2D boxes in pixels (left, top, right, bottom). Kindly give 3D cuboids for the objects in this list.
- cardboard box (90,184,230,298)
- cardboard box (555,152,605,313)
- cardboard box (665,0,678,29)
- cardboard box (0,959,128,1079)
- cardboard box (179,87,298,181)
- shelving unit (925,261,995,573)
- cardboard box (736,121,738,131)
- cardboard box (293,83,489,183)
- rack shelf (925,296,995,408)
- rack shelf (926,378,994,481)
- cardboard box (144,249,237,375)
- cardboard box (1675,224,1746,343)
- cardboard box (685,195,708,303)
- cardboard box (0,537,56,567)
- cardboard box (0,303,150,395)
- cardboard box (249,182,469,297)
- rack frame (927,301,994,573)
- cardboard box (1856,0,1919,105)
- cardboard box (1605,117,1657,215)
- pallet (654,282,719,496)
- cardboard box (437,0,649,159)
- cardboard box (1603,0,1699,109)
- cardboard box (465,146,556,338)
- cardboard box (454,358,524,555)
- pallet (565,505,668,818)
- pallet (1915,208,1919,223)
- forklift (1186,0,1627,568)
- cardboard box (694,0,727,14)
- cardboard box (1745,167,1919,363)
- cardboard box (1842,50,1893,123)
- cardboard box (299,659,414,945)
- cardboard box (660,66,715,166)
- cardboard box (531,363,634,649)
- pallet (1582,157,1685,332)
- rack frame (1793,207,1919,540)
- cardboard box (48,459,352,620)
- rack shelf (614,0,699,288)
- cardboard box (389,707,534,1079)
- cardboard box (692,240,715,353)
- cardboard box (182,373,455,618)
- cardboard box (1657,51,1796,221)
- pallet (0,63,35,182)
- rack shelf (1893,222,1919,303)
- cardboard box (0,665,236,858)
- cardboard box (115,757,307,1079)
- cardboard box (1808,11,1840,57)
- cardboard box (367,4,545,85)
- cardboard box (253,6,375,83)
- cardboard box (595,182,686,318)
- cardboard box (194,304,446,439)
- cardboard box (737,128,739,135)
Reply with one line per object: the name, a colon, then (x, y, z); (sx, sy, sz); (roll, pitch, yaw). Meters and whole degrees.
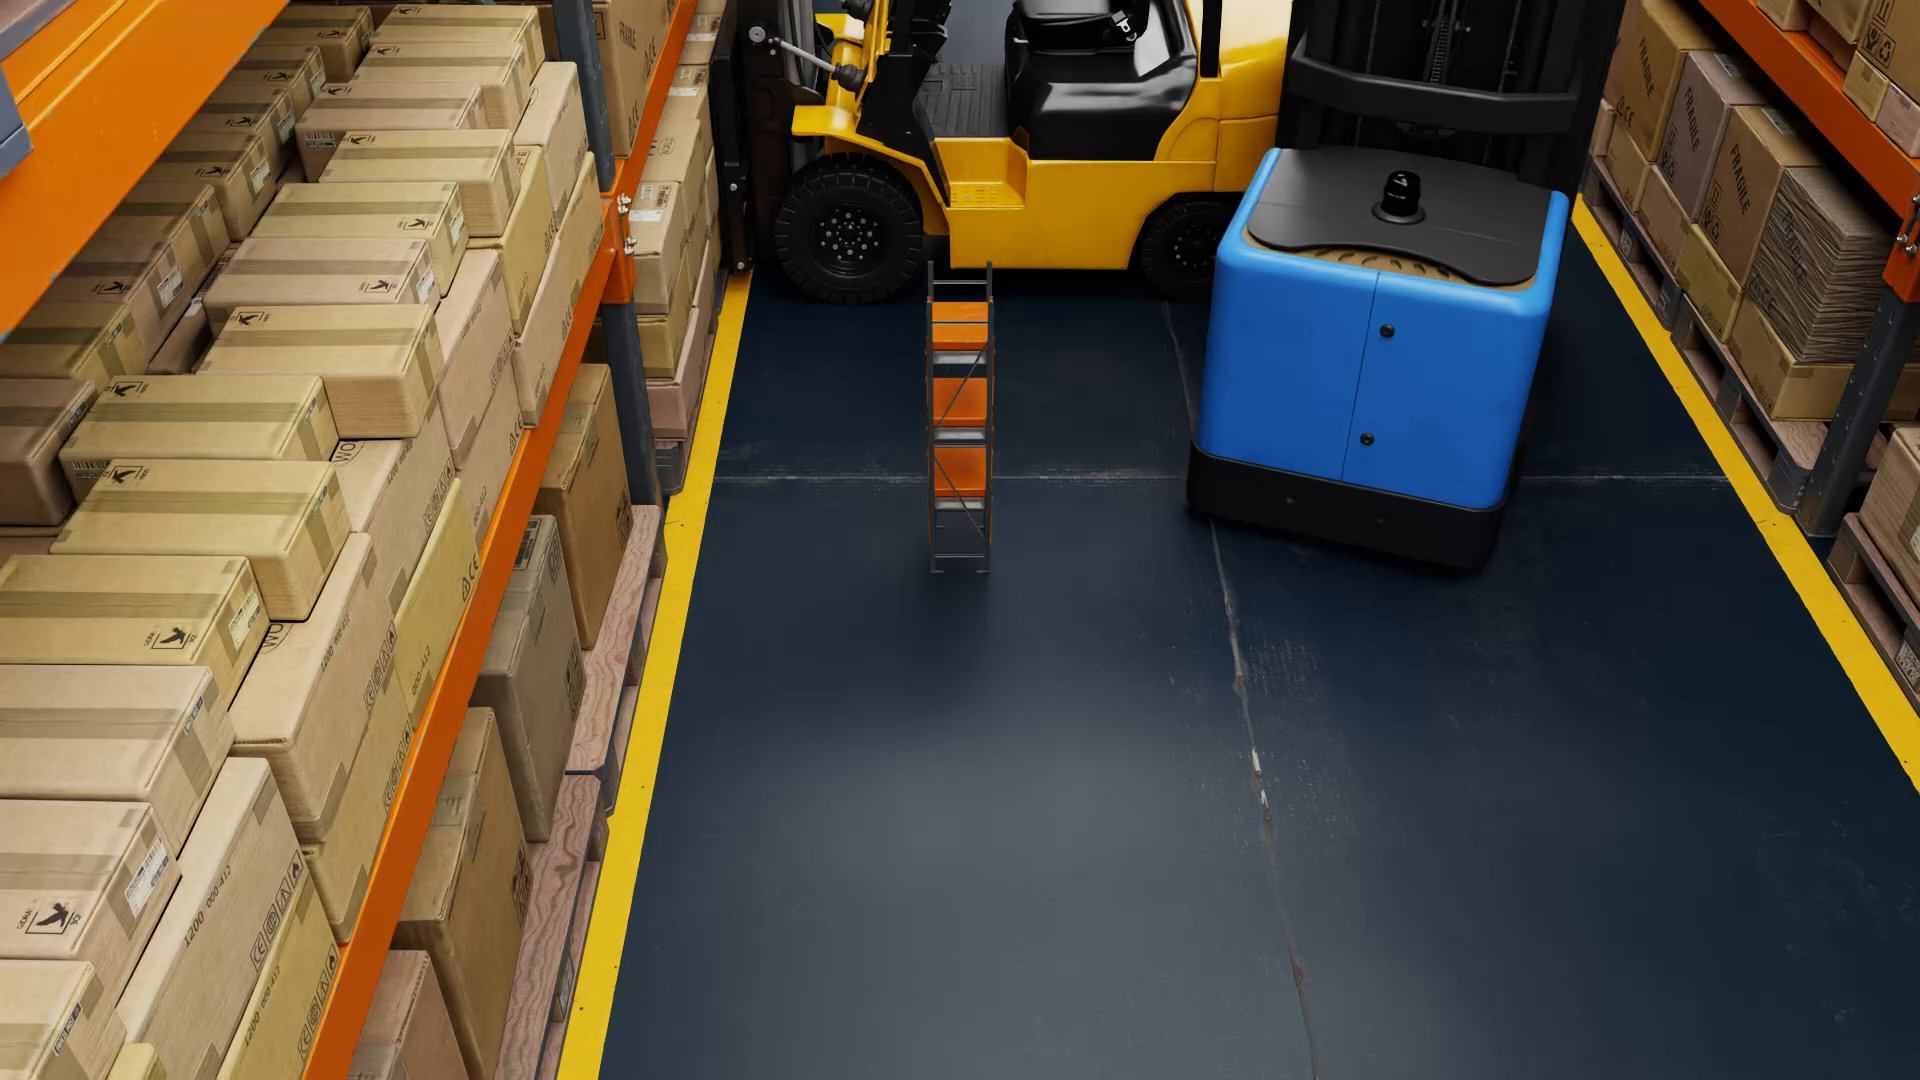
cardboard box: (-1.806, -0.638, 3.549); (0.380, 0.149, 0.250); (0, 39, 0)
cardboard box: (-1.273, -0.832, 4.510); (0.500, 0.250, 0.500); (1, 39, 1)
cardboard box: (-1.293, -2.165, 5.973); (0.500, 0.500, 0.500); (0, 39, 0)
cardboard box: (-1.238, 0.637, 1.958); (0.380, 0.149, 0.250); (1, 39, 1)
cardboard box: (-1.802, -0.954, 3.943); (0.380, 0.149, 0.250); (0, 39, 0)
shelving unit: (0.000, -0.376, 5.380); (0.215, 1.050, 0.252); (0, 39, 0)
cardboard box: (-1.218, -1.740, 6.985); (0.500, 0.250, 0.500); (0, 39, 0)
cardboard box: (-1.347, -0.970, 3.963); (0.380, 0.149, 0.250); (0, 39, 0)
rack shelf: (0.000, -0.589, 5.209); (0.215, 0.259, 0.240); (0, 39, 0)
rack shelf: (0.000, -0.368, 5.387); (0.215, 0.259, 0.240); (0, 39, 0)
cardboard box: (-1.811, -0.389, 3.557); (0.500, 0.250, 0.500); (-1, 39, -1)
cardboard box: (3.149, -1.005, 6.468); (0.500, 0.250, 0.500); (-1, 39, -1)
cardboard box: (-1.229, -1.109, 6.199); (0.500, 0.250, 0.500); (0, 39, 0)
cardboard box: (-1.809, 0.245, 2.765); (0.500, 0.250, 0.500); (0, 39, 0)
cardboard box: (-1.794, -0.324, 3.157); (0.380, 0.149, 0.250); (0, 39, 0)
cardboard box: (-1.276, -0.642, 3.553); (0.380, 0.149, 0.250); (-1, 39, -1)
rack frame: (0.000, -0.300, 5.285); (0.200, 1.050, 0.008); (0, 39, 0)
cardboard box: (3.179, -1.644, 5.085); (0.500, 0.500, 0.500); (-1, 39, -1)
cardboard box: (3.155, -1.639, 7.259); (0.500, 0.250, 0.500); (2, 39, 3)
pallet: (-1.494, -0.615, 6.348); (1.003, 0.211, 1.213); (0, 39, 0)
cardboard box: (-1.274, -1.522, 5.171); (0.500, 0.500, 0.500); (-1, 39, -1)
cardboard box: (3.154, -2.250, 7.422); (0.500, 0.500, 0.500); (-1, 39, -2)
cardboard box: (-1.271, -0.714, 3.962); (0.500, 0.250, 0.500); (-1, 39, -1)
cardboard box: (-1.297, -0.207, 3.730); (0.500, 0.250, 0.500); (0, 39, 0)
pallet: (-1.495, 0.343, 5.153); (1.003, 0.211, 1.213); (0, 39, 0)
pallet: (3.284, -0.659, 4.327); (1.003, 0.211, 1.213); (0, 39, 0)
forklift: (1.776, -1.975, 5.871); (1.130, 2.935, 3.031); (13, 40, 16)
cardboard box: (-1.210, -2.266, 7.242); (0.500, 0.250, 0.500); (0, 39, 1)
cardboard box: (3.160, -0.965, 5.819); (0.500, 0.500, 0.500); (-1, 39, -1)
cardboard box: (3.116, -1.470, 5.387); (0.380, 0.149, 0.250); (1, 39, 1)
cardboard box: (-1.290, 0.440, 2.922); (0.500, 0.250, 0.500); (-1, 39, -2)
cardboard box: (-1.224, -1.620, 6.437); (0.500, 0.250, 0.500); (1, 39, 1)
cardboard box: (-1.523, -0.117, 5.060); (0.875, 0.625, 0.625); (2, 39, 2)
pallet: (3.388, -1.308, 7.214); (1.003, 0.211, 1.213); (0, 39, 0)
rack frame: (3.429, -1.212, 4.863); (1.000, 3.000, 0.127); (0, 39, 0)
cardboard box: (-1.248, -0.003, 2.756); (0.380, 0.149, 0.250); (1, 39, 1)
rack shelf: (-1.537, -2.176, 6.641); (1.077, 0.370, 4.000); (0, 39, 0)
cardboard box: (-1.527, 0.839, 3.868); (0.875, 0.625, 0.625); (-2, 39, -2)
cardboard box: (-1.221, -0.917, 6.358); (0.500, 0.250, 0.500); (-1, 39, -1)
cardboard box: (-1.294, -0.078, 3.169); (0.500, 0.250, 0.500); (0, 39, 1)
cardboard box: (3.156, -1.602, 6.614); (0.500, 0.500, 0.500); (2, 39, 2)
pallet: (-1.621, -0.225, 1.385); (1.213, 0.211, 1.003); (2, 39, 2)
rack shelf: (3.431, 0.320, 3.527); (1.077, 0.370, 4.000); (0, 39, 0)
cardboard box: (-1.277, 0.313, 2.362); (0.380, 0.149, 0.250); (0, 39, 0)
cardboard box: (-1.286, 0.568, 2.362); (0.500, 0.250, 0.500); (1, 39, 1)
cardboard box: (3.208, -1.789, 5.785); (0.380, 0.149, 0.250); (-1, 39, -1)
cardboard box: (-1.313, -1.284, 4.355); (0.380, 0.149, 0.250); (1, 39, 2)
cardboard box: (-1.749, -1.278, 4.347); (0.380, 0.149, 0.250); (-1, 39, -1)
cardboard box: (-1.222, -0.989, 5.649); (0.500, 0.250, 0.500); (-1, 39, -1)
cardboard box: (-1.204, -0.320, 3.151); (0.380, 0.149, 0.250); (-1, 39, -1)
cardboard box: (-1.217, -1.556, 7.156); (0.500, 0.250, 0.500); (1, 39, 1)
